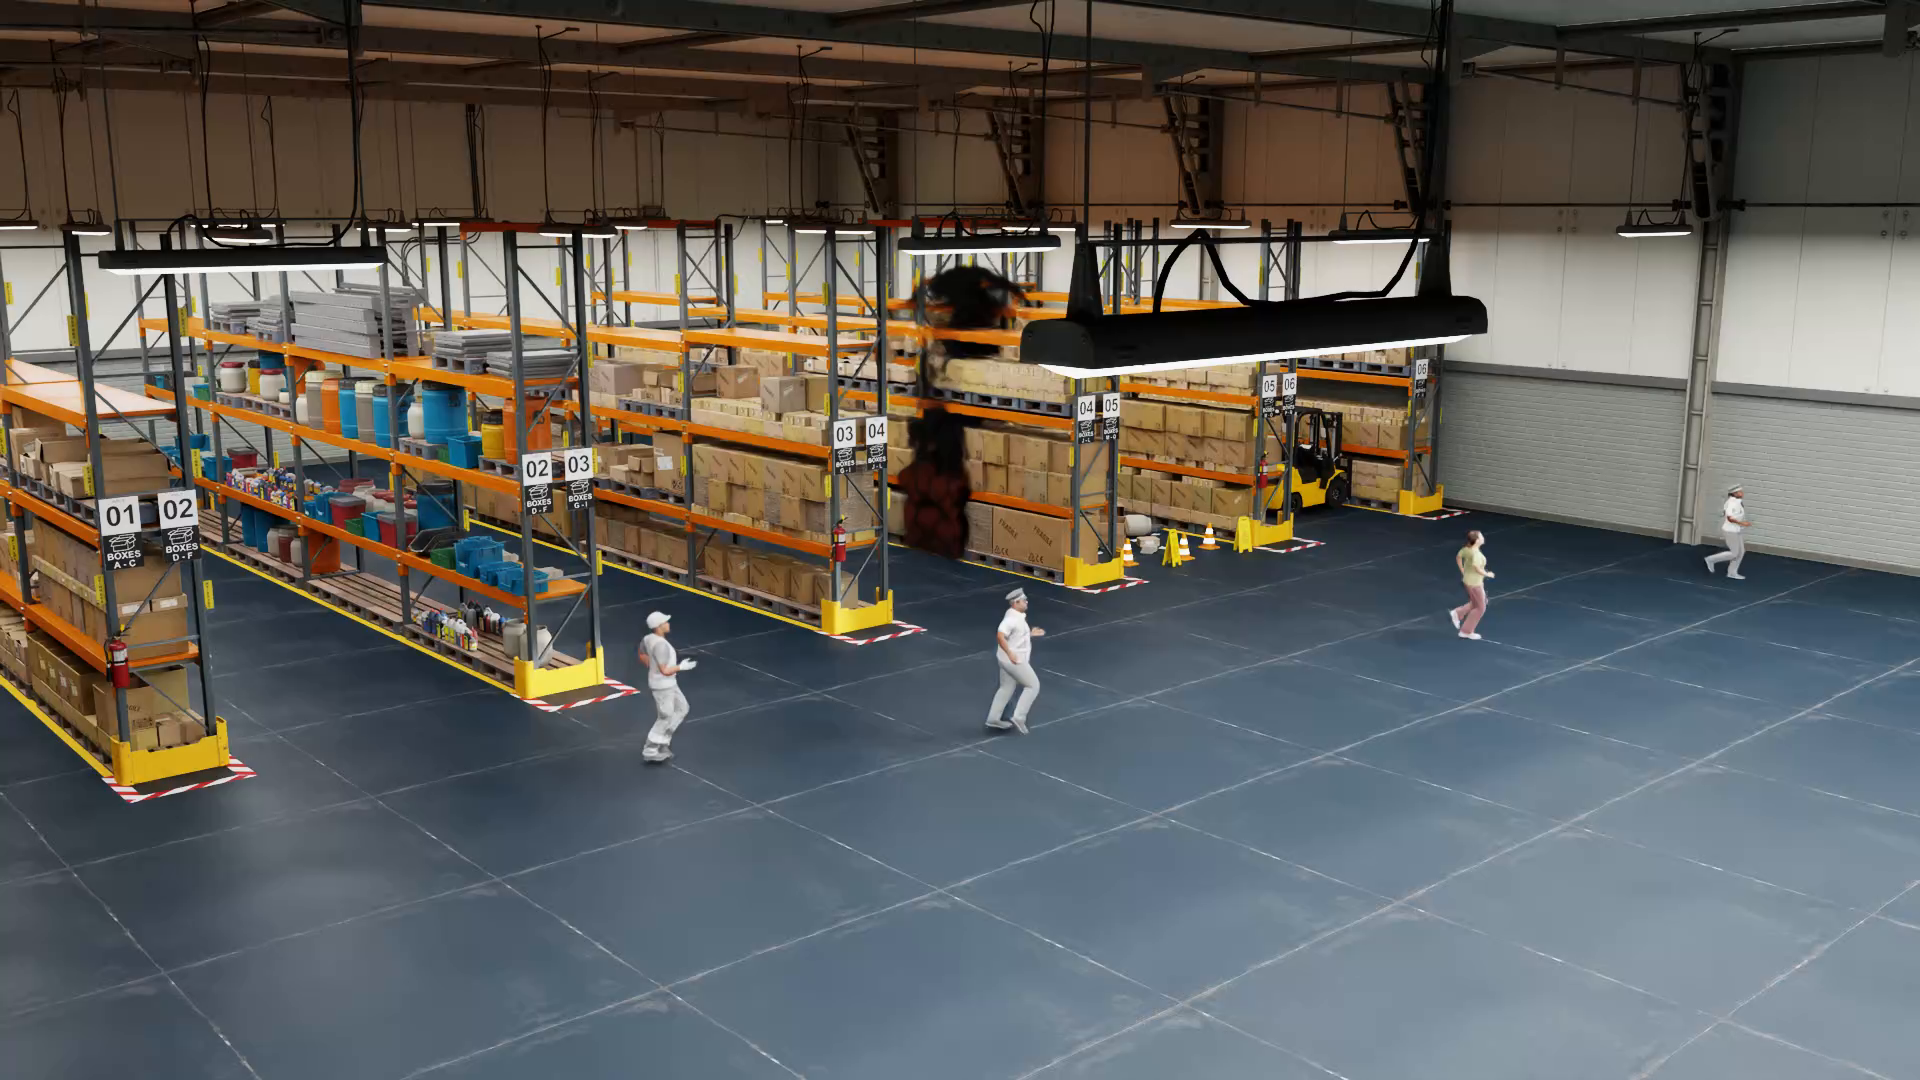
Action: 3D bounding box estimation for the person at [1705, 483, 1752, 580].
[{"bbox_3d":[13.183,-0.166,28.483,0.684,1.664,0.578,6,13,26],"label":"person"}]

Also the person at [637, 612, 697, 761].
[{"bbox_3d":[-3.349,1.682,19.057,0.648,1.789,0.634,-3,12,-15],"label":"person"}]

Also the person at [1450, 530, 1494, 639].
[{"bbox_3d":[7.571,0.656,24.544,0.560,1.622,0.617,0,11,-2],"label":"person"}]

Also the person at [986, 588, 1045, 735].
[{"bbox_3d":[0.686,1.479,20.203,0.741,1.837,0.626,-2,12,-12],"label":"person"}]
